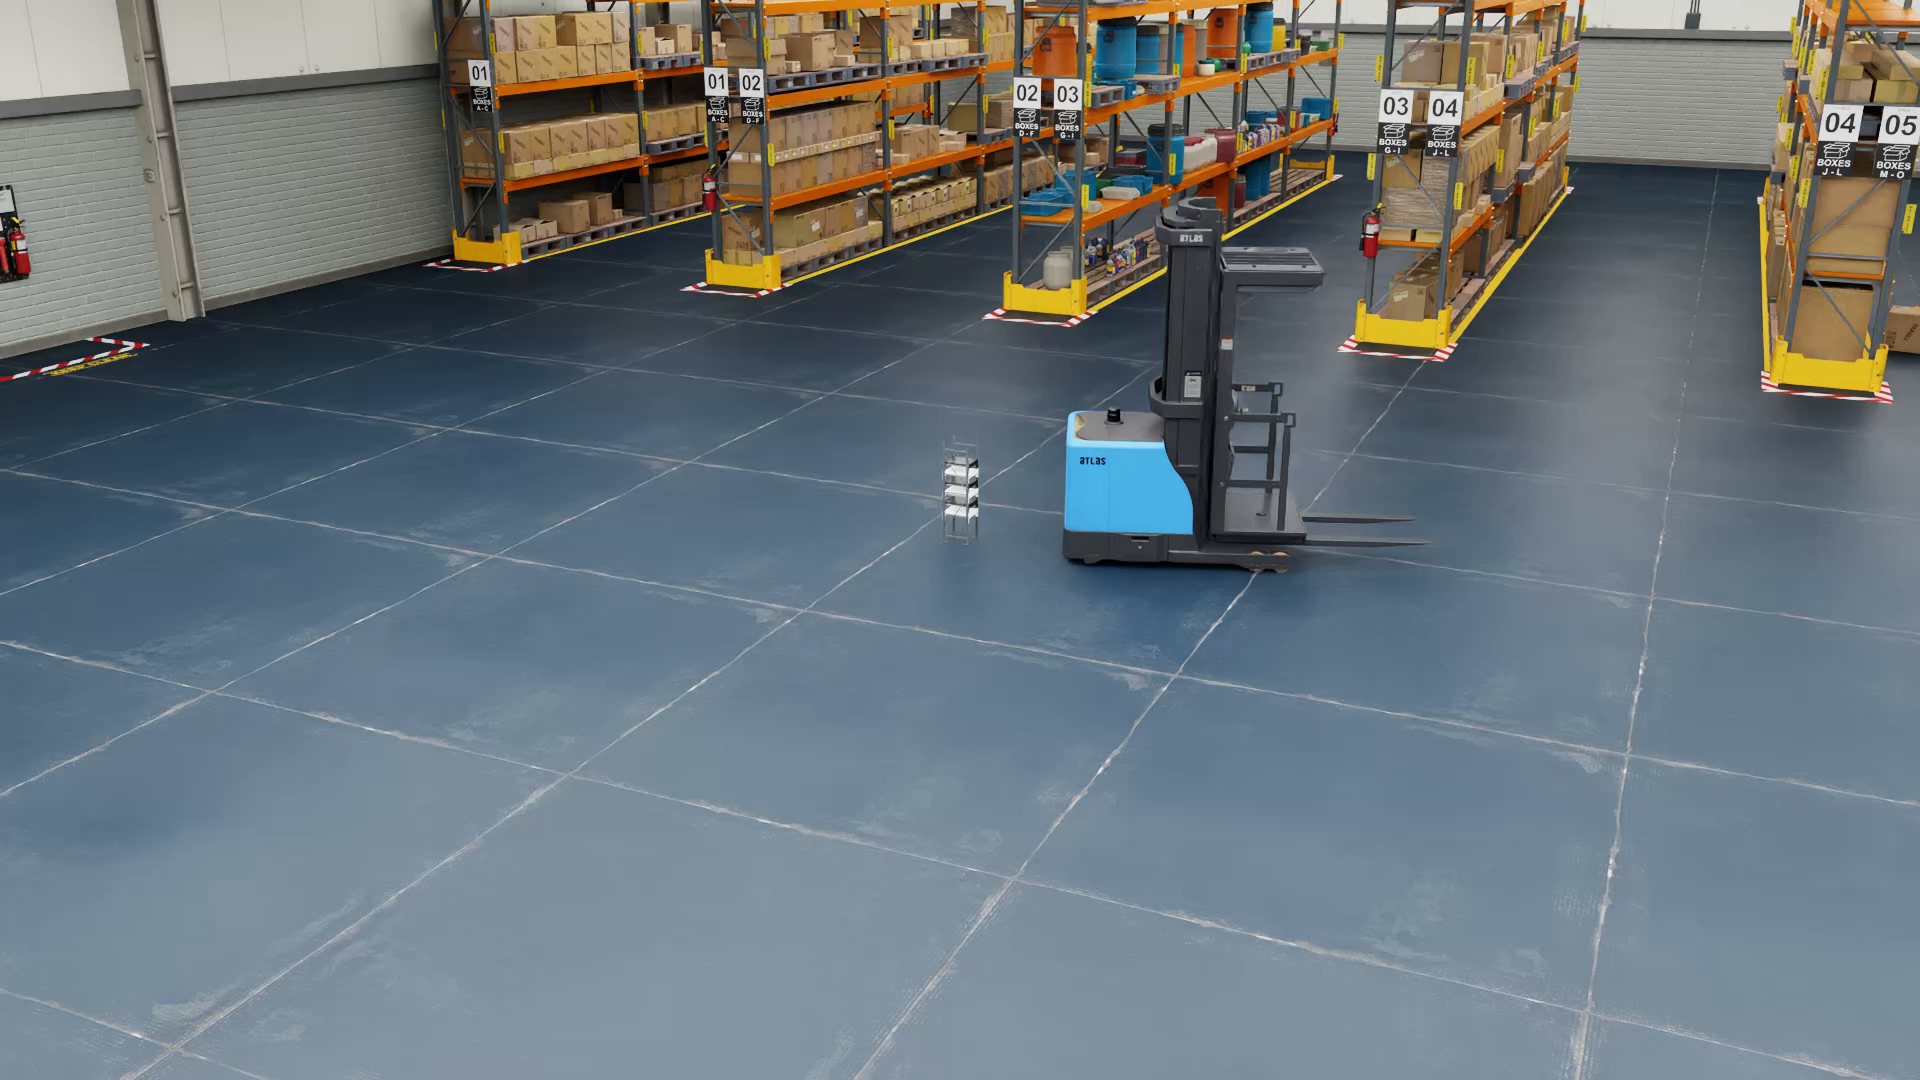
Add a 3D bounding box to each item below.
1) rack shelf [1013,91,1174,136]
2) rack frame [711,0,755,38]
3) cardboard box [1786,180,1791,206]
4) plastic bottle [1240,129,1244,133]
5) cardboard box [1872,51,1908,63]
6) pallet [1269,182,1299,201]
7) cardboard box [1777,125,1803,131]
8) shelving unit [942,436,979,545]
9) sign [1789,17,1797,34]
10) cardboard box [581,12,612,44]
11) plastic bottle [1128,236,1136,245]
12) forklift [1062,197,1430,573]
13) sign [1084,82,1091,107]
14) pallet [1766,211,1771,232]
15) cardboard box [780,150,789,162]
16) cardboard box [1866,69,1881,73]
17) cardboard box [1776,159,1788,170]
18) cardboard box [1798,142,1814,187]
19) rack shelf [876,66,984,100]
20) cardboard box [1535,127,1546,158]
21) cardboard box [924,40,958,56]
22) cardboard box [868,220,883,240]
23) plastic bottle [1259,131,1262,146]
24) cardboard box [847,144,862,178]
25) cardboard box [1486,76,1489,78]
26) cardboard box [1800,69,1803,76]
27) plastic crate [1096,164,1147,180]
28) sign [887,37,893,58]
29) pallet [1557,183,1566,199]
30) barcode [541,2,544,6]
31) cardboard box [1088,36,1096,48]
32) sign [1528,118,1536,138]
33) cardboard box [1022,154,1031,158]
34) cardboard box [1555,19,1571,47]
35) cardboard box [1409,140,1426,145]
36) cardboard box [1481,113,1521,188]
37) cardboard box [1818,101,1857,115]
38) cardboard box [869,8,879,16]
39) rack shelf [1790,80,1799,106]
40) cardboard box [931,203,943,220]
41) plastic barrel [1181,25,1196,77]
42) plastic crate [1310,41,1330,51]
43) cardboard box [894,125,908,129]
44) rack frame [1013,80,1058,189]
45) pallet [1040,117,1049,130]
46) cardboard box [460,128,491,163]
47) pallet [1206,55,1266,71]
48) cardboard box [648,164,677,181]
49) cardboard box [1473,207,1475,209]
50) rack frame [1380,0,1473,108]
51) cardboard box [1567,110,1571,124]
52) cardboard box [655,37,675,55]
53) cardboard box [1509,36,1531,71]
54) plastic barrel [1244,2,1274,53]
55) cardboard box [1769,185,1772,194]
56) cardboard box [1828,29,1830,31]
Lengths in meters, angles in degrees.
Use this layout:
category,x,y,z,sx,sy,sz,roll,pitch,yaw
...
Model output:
category,x,y,z,sx,sy,sz,roll,pitch,yaw
rack shelf,2.035,-6.339,24.413,1.077,0.370,4.000,9,21,23
rack frame,-4.547,-11.284,32.769,1.000,3.000,0.127,9,21,23
cardboard box,12.240,-5.037,24.006,0.500,0.500,0.500,9,21,23
plastic bottle,5.564,-8.015,32.826,0.097,0.201,0.097,0,20,0
cardboard box,11.893,-6.167,21.266,0.380,0.149,0.250,8,21,22
pallet,6.395,-7.238,34.505,1.003,0.211,1.213,9,21,23
cardboard box,14.335,-7.069,28.728,0.380,0.149,0.250,9,21,23
shelving unit,0.003,-0.426,14.325,0.258,0.900,0.210,9,21,23
sign,16.275,-10.052,32.477,0.100,0.325,0.005,9,21,23
cardboard box,-6.358,-8.816,28.633,0.500,0.500,0.500,10,22,26
plastic bottle,2.721,-4.618,26.275,0.144,0.351,0.185,9,21,23
forklift,2.401,-1.297,13.742,3.031,2.935,1.130,1,20,4
sign,1.716,-5.994,22.355,0.100,0.325,0.005,9,21,23
pallet,15.375,-5.826,30.537,1.003,0.211,1.213,9,21,23
cardboard box,-2.839,-5.858,25.347,0.380,0.149,0.250,8,21,21
cardboard box,11.269,-5.565,20.167,0.500,0.250,0.500,8,21,22
cardboard box,13.277,-6.001,26.614,0.380,0.149,0.250,9,21,24
cardboard box,11.673,-4.956,22.092,0.875,0.550,0.550,9,21,23
rack shelf,-0.845,-8.242,29.765,1.077,0.370,4.000,9,21,23
cardboard box,10.289,-7.197,30.081,0.500,0.500,0.500,8,21,22
cardboard box,-0.358,-9.011,30.449,0.500,0.250,0.500,9,22,24
cardboard box,-1.654,-5.287,28.336,0.500,0.250,0.500,9,21,23
plastic bottle,5.704,-7.647,31.667,0.061,0.283,0.133,9,21,23
cardboard box,-2.050,-6.305,27.572,0.700,0.500,0.500,8,21,22
cardboard box,7.024,-6.273,22.784,0.380,0.149,0.250,9,22,25
cardboard box,13.496,-7.377,26.110,0.500,0.500,0.500,9,21,23
plastic crate,2.523,-5.704,26.123,0.767,0.338,0.504,9,21,23
sign,-1.157,-8.175,27.613,0.100,0.325,0.005,9,21,23
pallet,12.030,-7.295,34.668,1.003,0.211,1.213,9,21,23
barcode,-7.146,-9.177,28.486,0.001,0.075,0.075,9,21,23
cardboard box,2.653,-10.918,36.438,0.500,0.250,0.500,9,21,23
sign,9.509,-6.855,27.659,0.100,0.325,0.005,9,21,23
cardboard box,1.192,-7.917,35.328,0.500,0.500,0.500,8,21,20
cardboard box,11.482,-9.899,32.424,0.700,0.500,0.500,10,22,25
cardboard box,5.934,-4.987,21.931,0.500,0.500,0.500,9,21,23
cardboard box,7.825,-5.900,25.061,1.000,1.000,1.000,9,21,23
cardboard box,10.045,-4.950,19.033,0.380,0.149,0.250,9,21,23
cardboard box,-2.156,-11.959,37.471,0.500,0.500,0.500,8,21,22
rack shelf,14.313,-7.393,27.378,1.077,0.370,4.000,9,21,23
cardboard box,-0.643,-6.018,30.392,0.500,0.250,0.500,9,21,24
plastic barrel,3.689,-8.293,28.193,0.600,0.830,0.708,9,21,23
plastic crate,7.624,-10.517,35.404,0.450,0.188,0.336,9,21,23
cardboard box,-1.456,-9.859,39.850,0.380,0.149,0.250,9,22,24
rack frame,1.612,-9.002,35.305,1.000,3.000,0.127,9,21,23
pallet,1.185,-8.682,34.692,1.003,0.211,1.213,9,21,23
cardboard box,-7.824,-6.478,27.281,0.500,0.500,0.500,8,21,22
pallet,4.894,-8.643,30.101,1.003,0.211,1.213,9,21,23
cardboard box,-5.721,-6.980,31.575,0.500,0.250,0.500,8,21,22
cardboard box,6.995,-4.596,23.291,0.380,0.149,0.250,9,21,23
rack frame,5.734,-6.800,20.159,1.000,3.000,0.127,9,21,23
cardboard box,12.330,-8.749,34.374,0.500,0.250,0.500,8,21,22
cardboard box,-5.636,-9.149,30.747,0.500,0.311,0.500,9,22,24
cardboard box,8.626,-7.627,26.067,0.500,0.500,0.500,9,21,24
plastic barrel,5.570,-9.626,31.207,0.600,0.901,0.708,9,21,23
cardboard box,15.934,-6.796,32.287,0.380,0.149,0.250,9,22,24
cardboard box,16.607,-9.636,31.495,0.380,0.149,0.250,8,21,21
